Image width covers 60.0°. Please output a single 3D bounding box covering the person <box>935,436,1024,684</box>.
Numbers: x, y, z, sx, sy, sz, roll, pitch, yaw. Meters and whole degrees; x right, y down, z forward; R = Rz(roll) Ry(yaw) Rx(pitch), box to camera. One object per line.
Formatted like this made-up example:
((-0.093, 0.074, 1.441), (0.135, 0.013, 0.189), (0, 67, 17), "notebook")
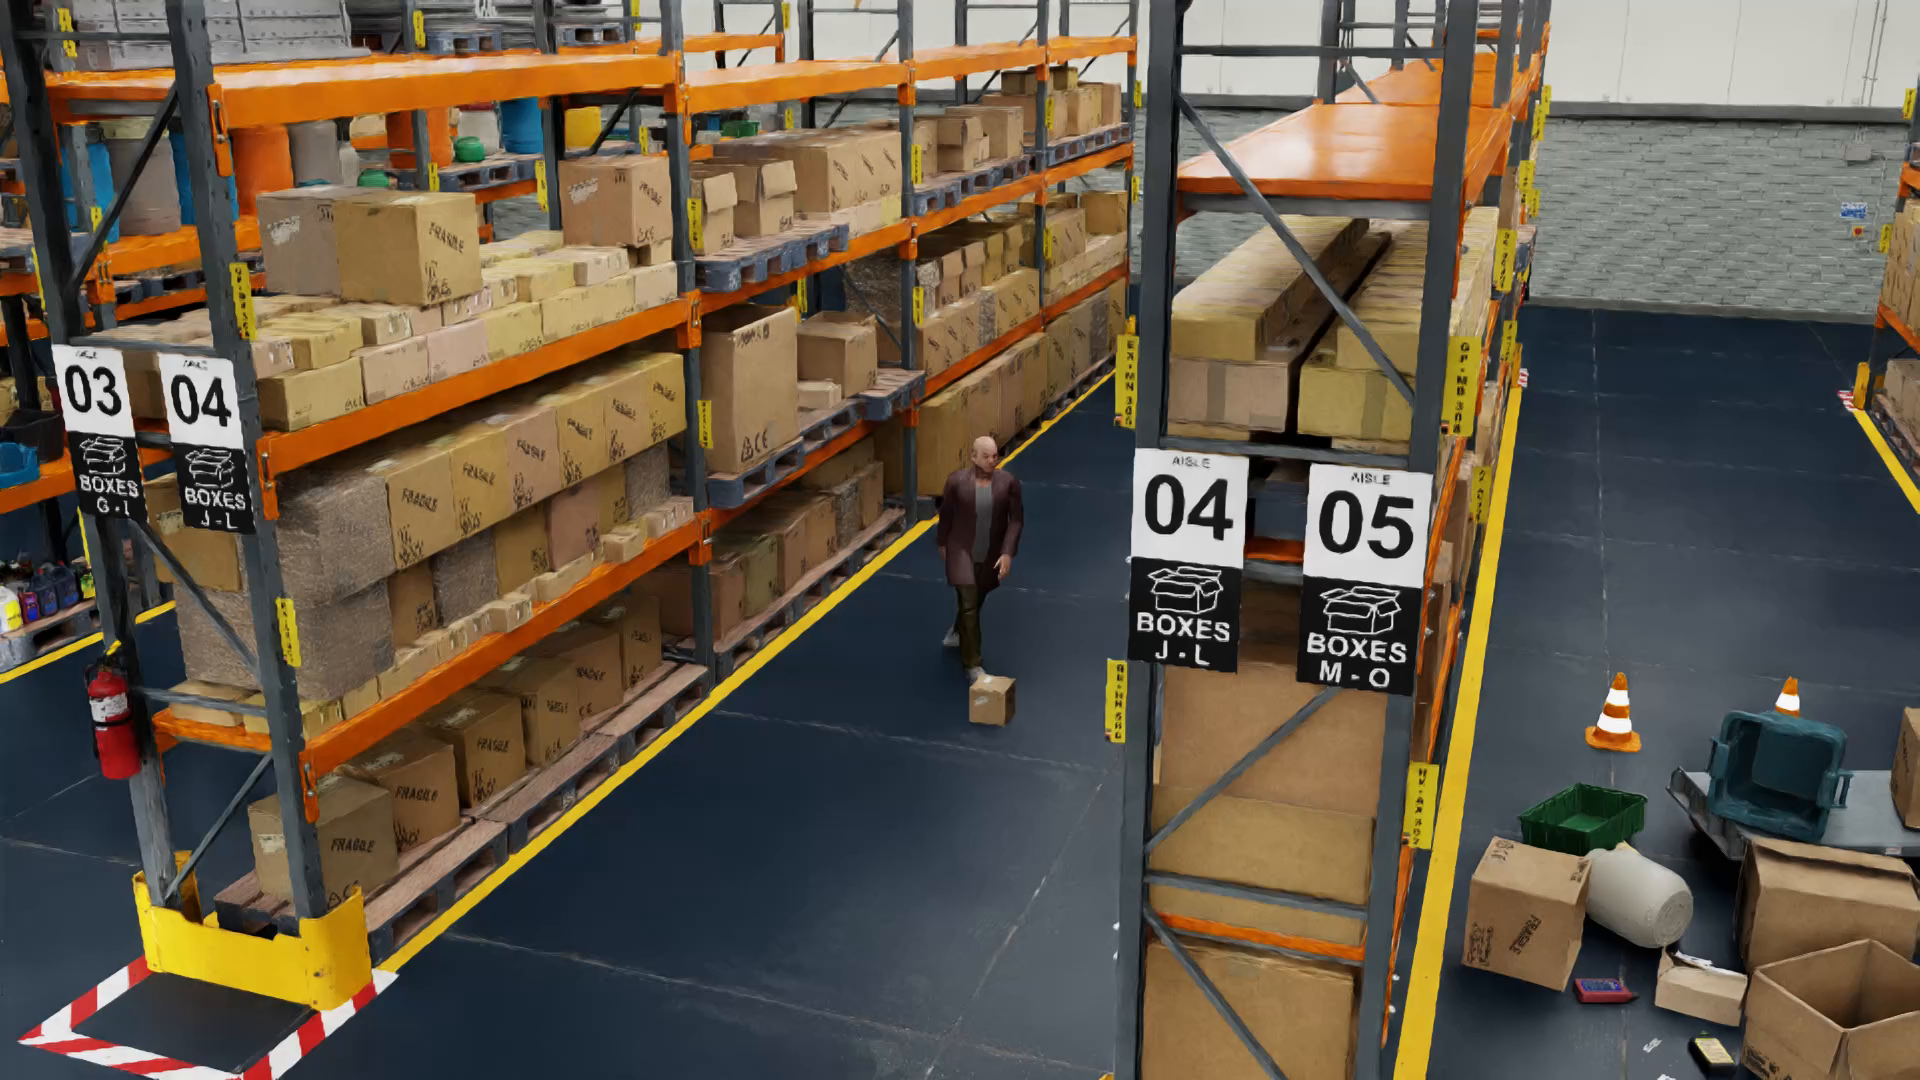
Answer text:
((0.149, 0.088, 11.853), (0.595, 1.738, 1.039), (-3, 19, -9), "person")
